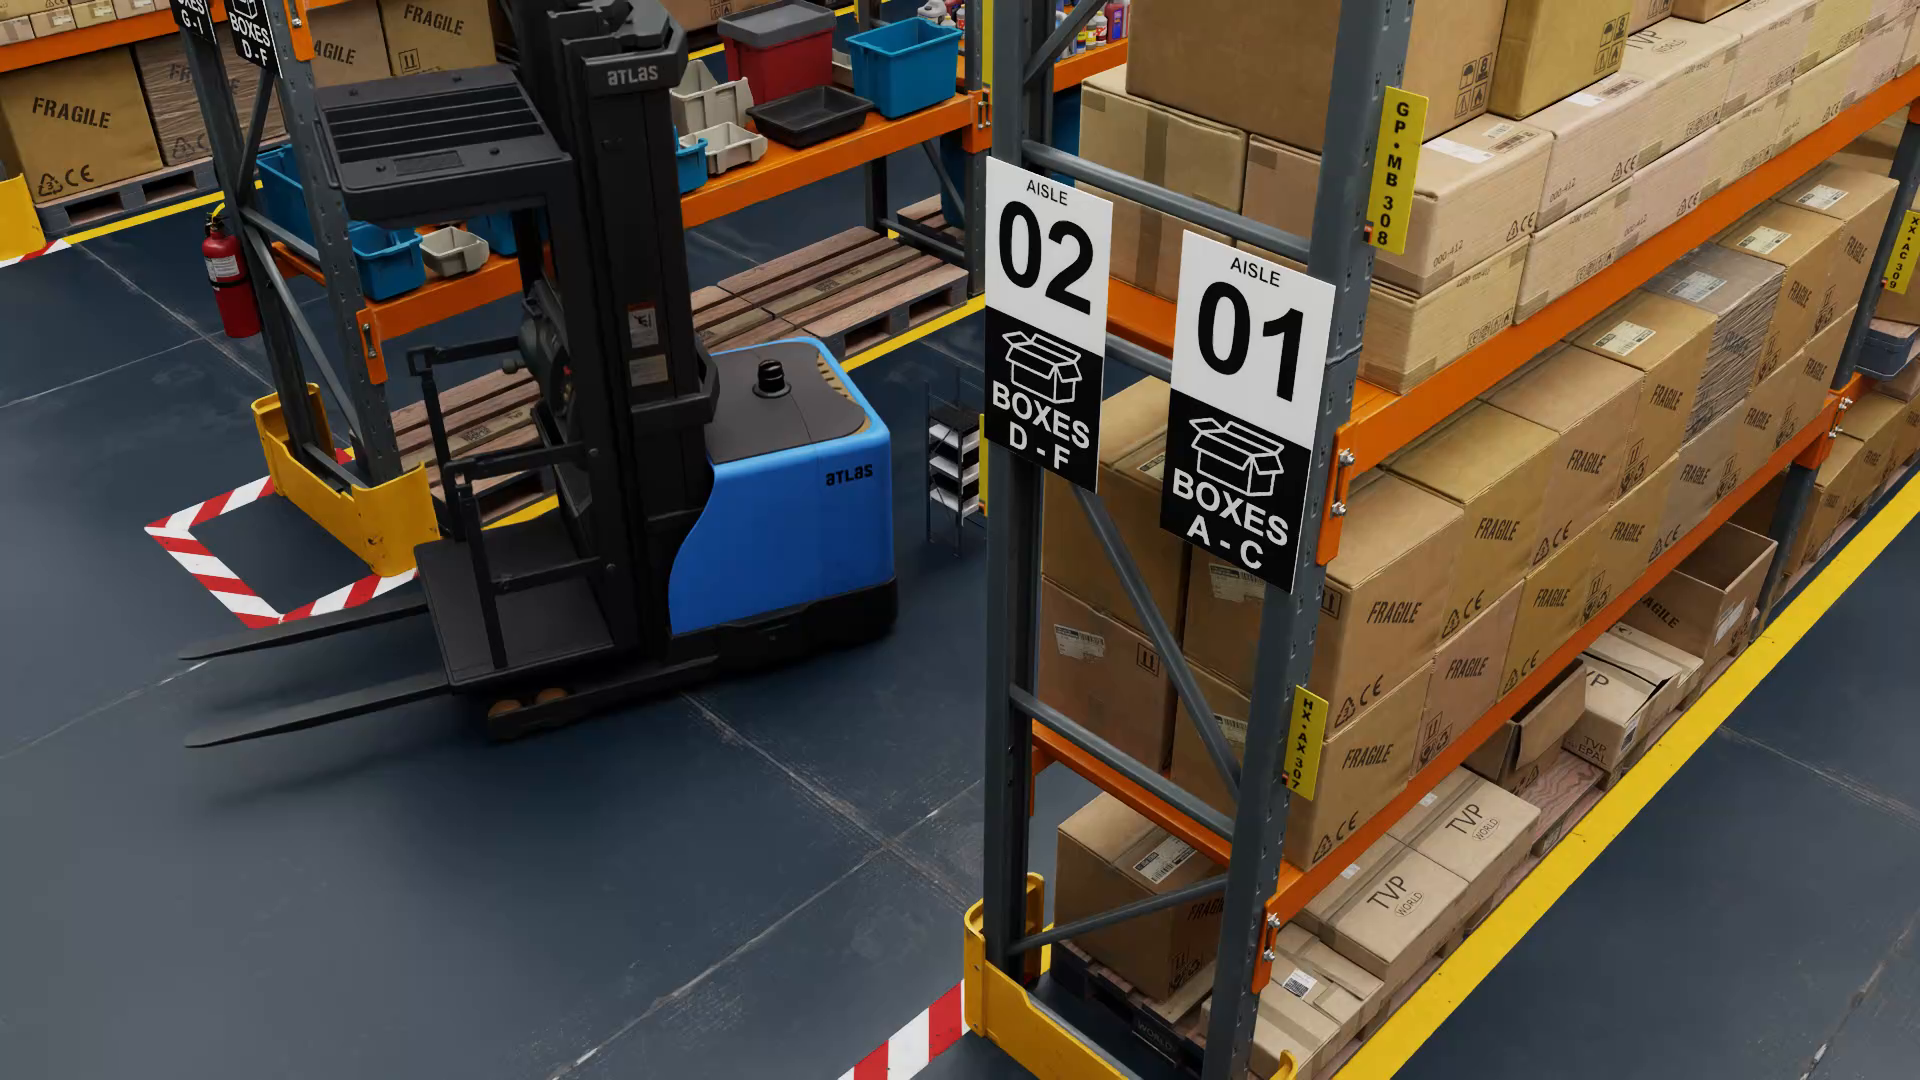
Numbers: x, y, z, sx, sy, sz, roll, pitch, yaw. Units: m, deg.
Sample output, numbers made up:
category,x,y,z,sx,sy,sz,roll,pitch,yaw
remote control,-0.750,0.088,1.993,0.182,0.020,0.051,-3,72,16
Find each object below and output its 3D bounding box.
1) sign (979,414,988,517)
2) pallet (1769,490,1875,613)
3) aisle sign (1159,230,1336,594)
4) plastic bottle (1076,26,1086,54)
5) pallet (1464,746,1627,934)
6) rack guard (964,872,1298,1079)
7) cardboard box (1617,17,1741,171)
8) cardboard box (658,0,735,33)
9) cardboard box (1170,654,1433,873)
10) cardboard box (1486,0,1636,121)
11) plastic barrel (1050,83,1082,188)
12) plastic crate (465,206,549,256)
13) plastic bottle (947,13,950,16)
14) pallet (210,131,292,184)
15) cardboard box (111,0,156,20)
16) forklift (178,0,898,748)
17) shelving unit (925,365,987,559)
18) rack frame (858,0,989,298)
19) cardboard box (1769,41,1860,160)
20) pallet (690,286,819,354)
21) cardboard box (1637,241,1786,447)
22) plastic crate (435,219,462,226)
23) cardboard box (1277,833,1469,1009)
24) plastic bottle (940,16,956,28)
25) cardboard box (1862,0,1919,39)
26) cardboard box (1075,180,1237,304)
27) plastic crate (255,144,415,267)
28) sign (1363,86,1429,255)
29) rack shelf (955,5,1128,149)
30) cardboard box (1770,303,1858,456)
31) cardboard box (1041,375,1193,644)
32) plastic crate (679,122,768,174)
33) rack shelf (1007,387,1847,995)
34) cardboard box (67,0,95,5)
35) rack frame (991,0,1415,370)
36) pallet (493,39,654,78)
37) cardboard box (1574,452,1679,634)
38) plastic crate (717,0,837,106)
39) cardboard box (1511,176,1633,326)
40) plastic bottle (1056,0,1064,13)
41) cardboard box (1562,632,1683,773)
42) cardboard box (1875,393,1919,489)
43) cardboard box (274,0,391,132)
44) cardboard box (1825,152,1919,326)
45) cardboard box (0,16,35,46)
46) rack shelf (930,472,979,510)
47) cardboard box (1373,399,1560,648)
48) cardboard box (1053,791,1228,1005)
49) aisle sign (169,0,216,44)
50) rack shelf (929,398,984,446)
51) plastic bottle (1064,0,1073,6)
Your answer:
category,x,y,z,sx,sy,sz,roll,pitch,yaw
sign,0.090,-0.193,4.616,0.100,0.325,0.005,30,45,35
pallet,3.835,-0.182,8.326,1.003,0.211,1.213,30,45,35
aisle sign,0.630,-0.277,3.752,0.394,0.787,0.004,30,45,35
plastic bottle,0.731,-3.144,10.249,0.097,0.271,0.097,0,35,0
pallet,1.944,0.940,6.718,1.003,0.211,1.213,30,45,35
rack guard,0.524,1.638,5.464,1.175,0.500,0.348,30,45,35
cardboard box,1.722,-1.240,4.477,0.500,0.250,0.500,30,45,35
cardboard box,-2.673,-4.906,14.153,1.225,0.875,0.875,28,44,34
cardboard box,0.970,0.529,4.782,0.500,0.500,0.500,-29,44,-35
cardboard box,1.233,-1.422,4.083,0.700,0.500,0.500,30,45,35
plastic barrel,0.670,-2.791,11.097,0.600,0.901,0.708,30,45,35
plastic crate,-2.171,-1.545,7.937,0.416,0.233,0.300,30,45,35
plastic bottle,-0.114,-3.245,10.454,0.097,0.201,0.097,0,35,0
pallet,-5.190,-3.056,12.447,1.003,0.211,1.213,30,45,35
cardboard box,-5.530,-3.574,10.972,0.380,0.149,0.250,29,44,35
forklift,-1.848,-0.704,6.698,3.031,2.935,1.130,-14,37,-19
shelving unit,-0.006,-0.366,7.988,0.258,0.900,0.210,30,45,35
rack frame,-0.224,-2.978,9.898,1.000,3.000,0.127,30,45,35
cardboard box,2.429,-1.439,5.200,0.500,0.250,0.500,30,45,35
pallet,-1.574,-1.022,9.531,1.003,0.211,1.213,30,45,35
cardboard box,2.402,-0.708,5.682,0.500,0.500,0.500,-30,44,-35
plastic crate,-2.596,-1.675,8.207,0.396,0.136,0.243,30,45,35
cardboard box,1.407,1.282,5.809,0.500,0.250,0.500,30,45,35
plastic bottle,-0.074,-3.144,10.310,0.097,0.201,0.097,0,35,0
cardboard box,2.784,-1.846,5.346,0.500,0.250,0.500,30,45,35
cardboard box,0.645,-0.840,4.341,0.500,0.250,0.500,30,45,35
plastic crate,-2.939,-1.605,7.845,0.616,0.435,0.499,30,45,35
sign,0.855,-0.727,3.283,0.100,0.325,0.005,30,45,35
rack shelf,1.185,-3.495,11.268,1.077,0.370,4.000,30,45,35
cardboard box,3.118,-0.715,6.565,0.500,0.500,0.500,-29,44,-35
cardboard box,0.589,-0.099,4.808,0.500,0.500,0.500,29,44,35
plastic crate,-1.238,-2.066,8.769,0.293,0.136,0.466,30,45,35
rack shelf,1.879,0.127,6.075,1.077,0.370,4.000,30,45,35
cardboard box,-5.666,-3.711,10.819,0.500,0.250,0.500,29,44,35
rack frame,0.470,-1.817,2.989,1.000,3.000,0.127,30,45,35
pallet,-3.249,-4.174,14.051,1.003,0.211,1.213,30,45,35
cardboard box,2.039,-0.088,5.666,0.500,0.500,0.500,-29,44,-35
plastic crate,-1.031,-2.767,9.488,0.402,0.464,0.583,30,45,35
cardboard box,1.374,-0.829,4.325,0.500,0.250,0.500,30,45,35
plastic bottle,0.633,-3.580,10.874,0.097,0.271,0.097,0,35,0
cardboard box,2.560,0.592,6.744,0.500,0.311,0.500,30,45,35
cardboard box,4.527,-0.654,8.366,0.500,0.500,0.500,-29,44,-35
cardboard box,-4.895,-3.674,12.386,0.875,0.875,0.875,30,45,35
cardboard box,3.781,-1.295,7.031,0.700,0.500,0.500,15,38,21
cardboard box,-6.073,-3.258,10.520,0.250,0.149,0.380,-29,44,-35
rack shelf,-0.006,-0.265,8.058,0.258,0.077,0.200,30,45,35
cardboard box,1.333,-0.097,4.805,0.500,0.500,0.500,-29,44,-35
cardboard box,0.678,1.169,5.753,0.500,0.500,0.500,30,45,35
aisle sign,-3.301,-2.509,6.953,0.394,0.787,0.004,30,45,35
rack shelf,-0.006,-0.560,7.852,0.258,0.077,0.200,30,45,35
plastic bottle,0.695,-3.719,11.069,0.152,0.276,0.135,30,45,35
